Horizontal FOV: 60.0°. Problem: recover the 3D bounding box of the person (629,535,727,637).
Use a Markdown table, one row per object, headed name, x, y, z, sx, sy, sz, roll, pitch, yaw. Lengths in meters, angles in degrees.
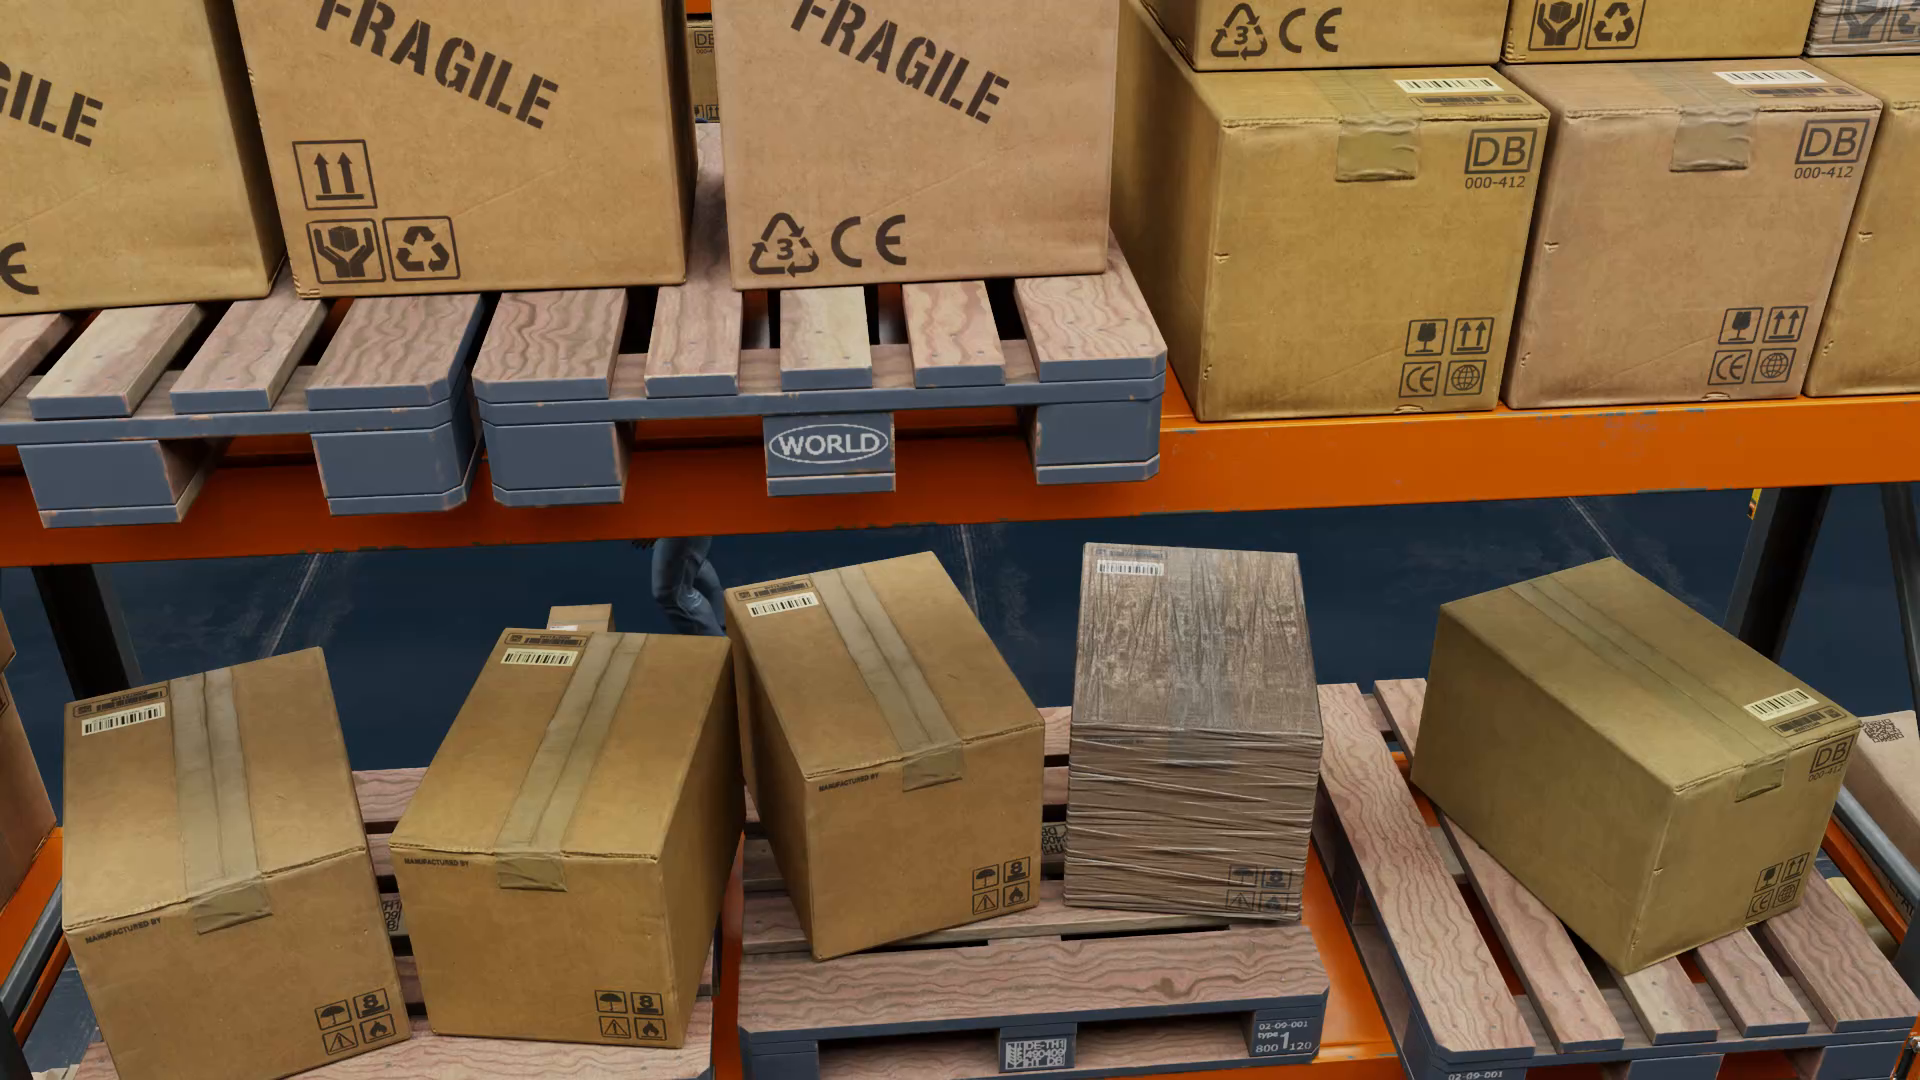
| name | x | y | z | sx | sy | sz | roll | pitch | yaw |
| --- | --- | --- | --- | --- | --- | --- | --- | --- | --- |
| person | -1.082 | -0.192 | 6.490 | 0.472 | 1.707 | 0.595 | -2 | 31 | -3 |
